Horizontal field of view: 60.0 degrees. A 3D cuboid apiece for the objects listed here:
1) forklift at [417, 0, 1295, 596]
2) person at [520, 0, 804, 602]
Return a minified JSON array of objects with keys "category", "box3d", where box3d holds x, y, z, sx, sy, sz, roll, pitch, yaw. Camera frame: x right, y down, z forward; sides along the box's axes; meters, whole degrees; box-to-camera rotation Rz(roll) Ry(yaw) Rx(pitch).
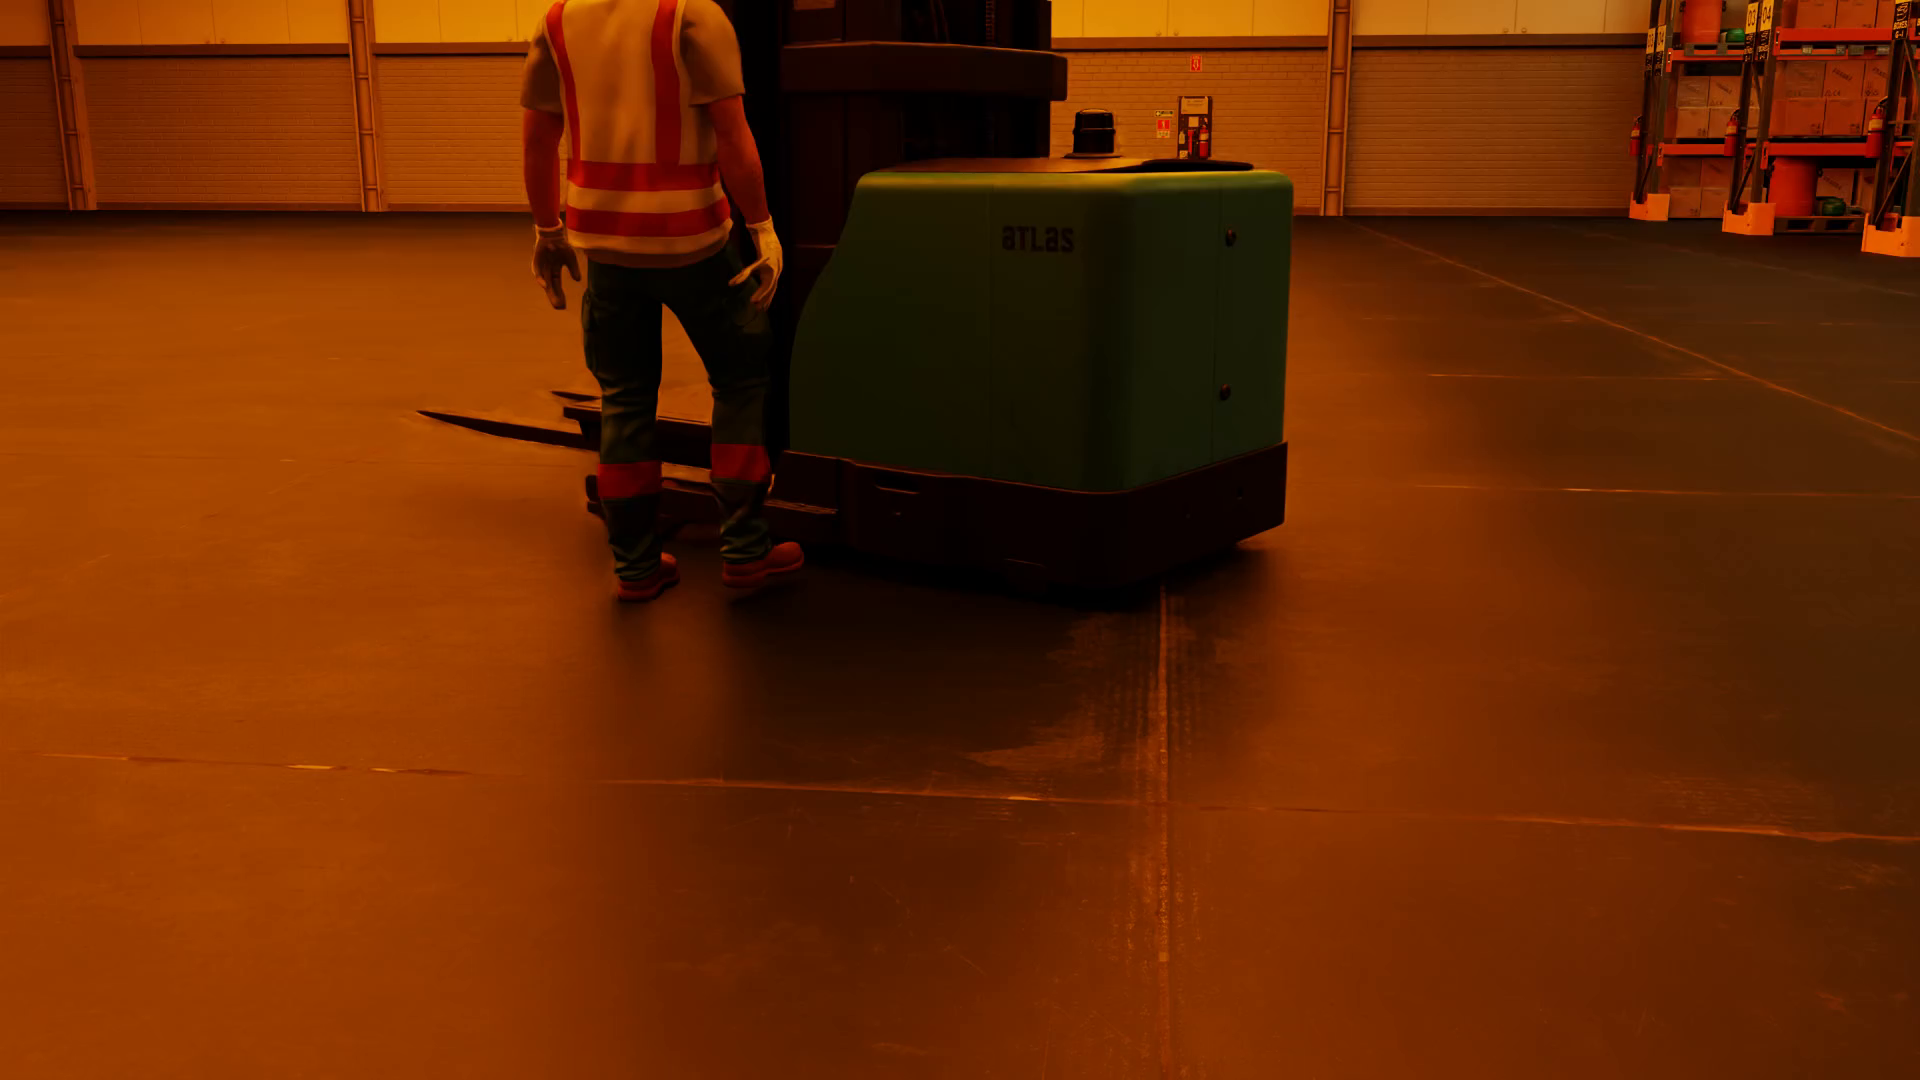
[{"category":"forklift","box3d":[-0.534,-1.530,5.052,3.031,2.935,1.130,10,16,36]},{"category":"person","box3d":[-0.738,-0.731,4.147,0.677,1.792,0.482,4,14,15]}]
